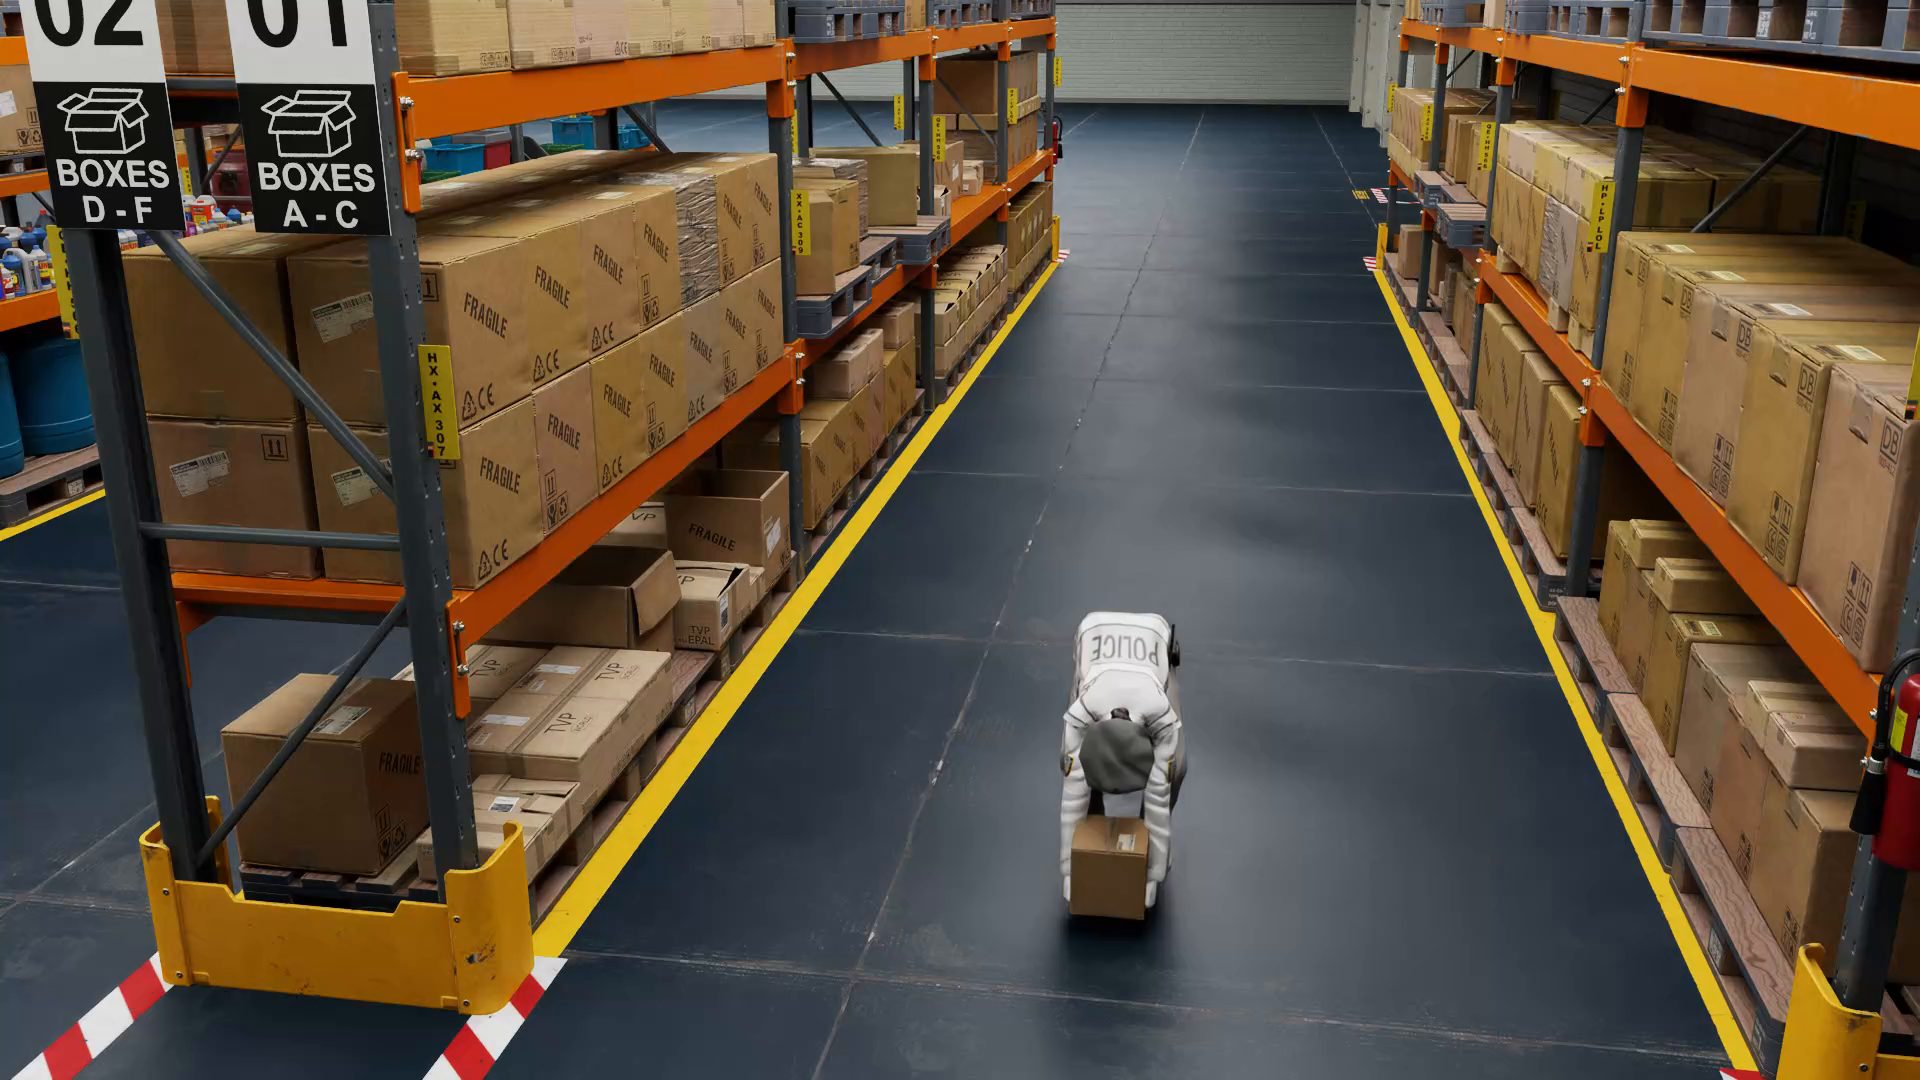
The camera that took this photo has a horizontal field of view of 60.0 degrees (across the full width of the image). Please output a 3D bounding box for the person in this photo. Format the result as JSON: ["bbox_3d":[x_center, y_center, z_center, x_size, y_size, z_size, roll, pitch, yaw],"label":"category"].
[{"bbox_3d":[0.574,0.779,5.842,0.448,0.933,0.886,2,18,6],"label":"person"}]
